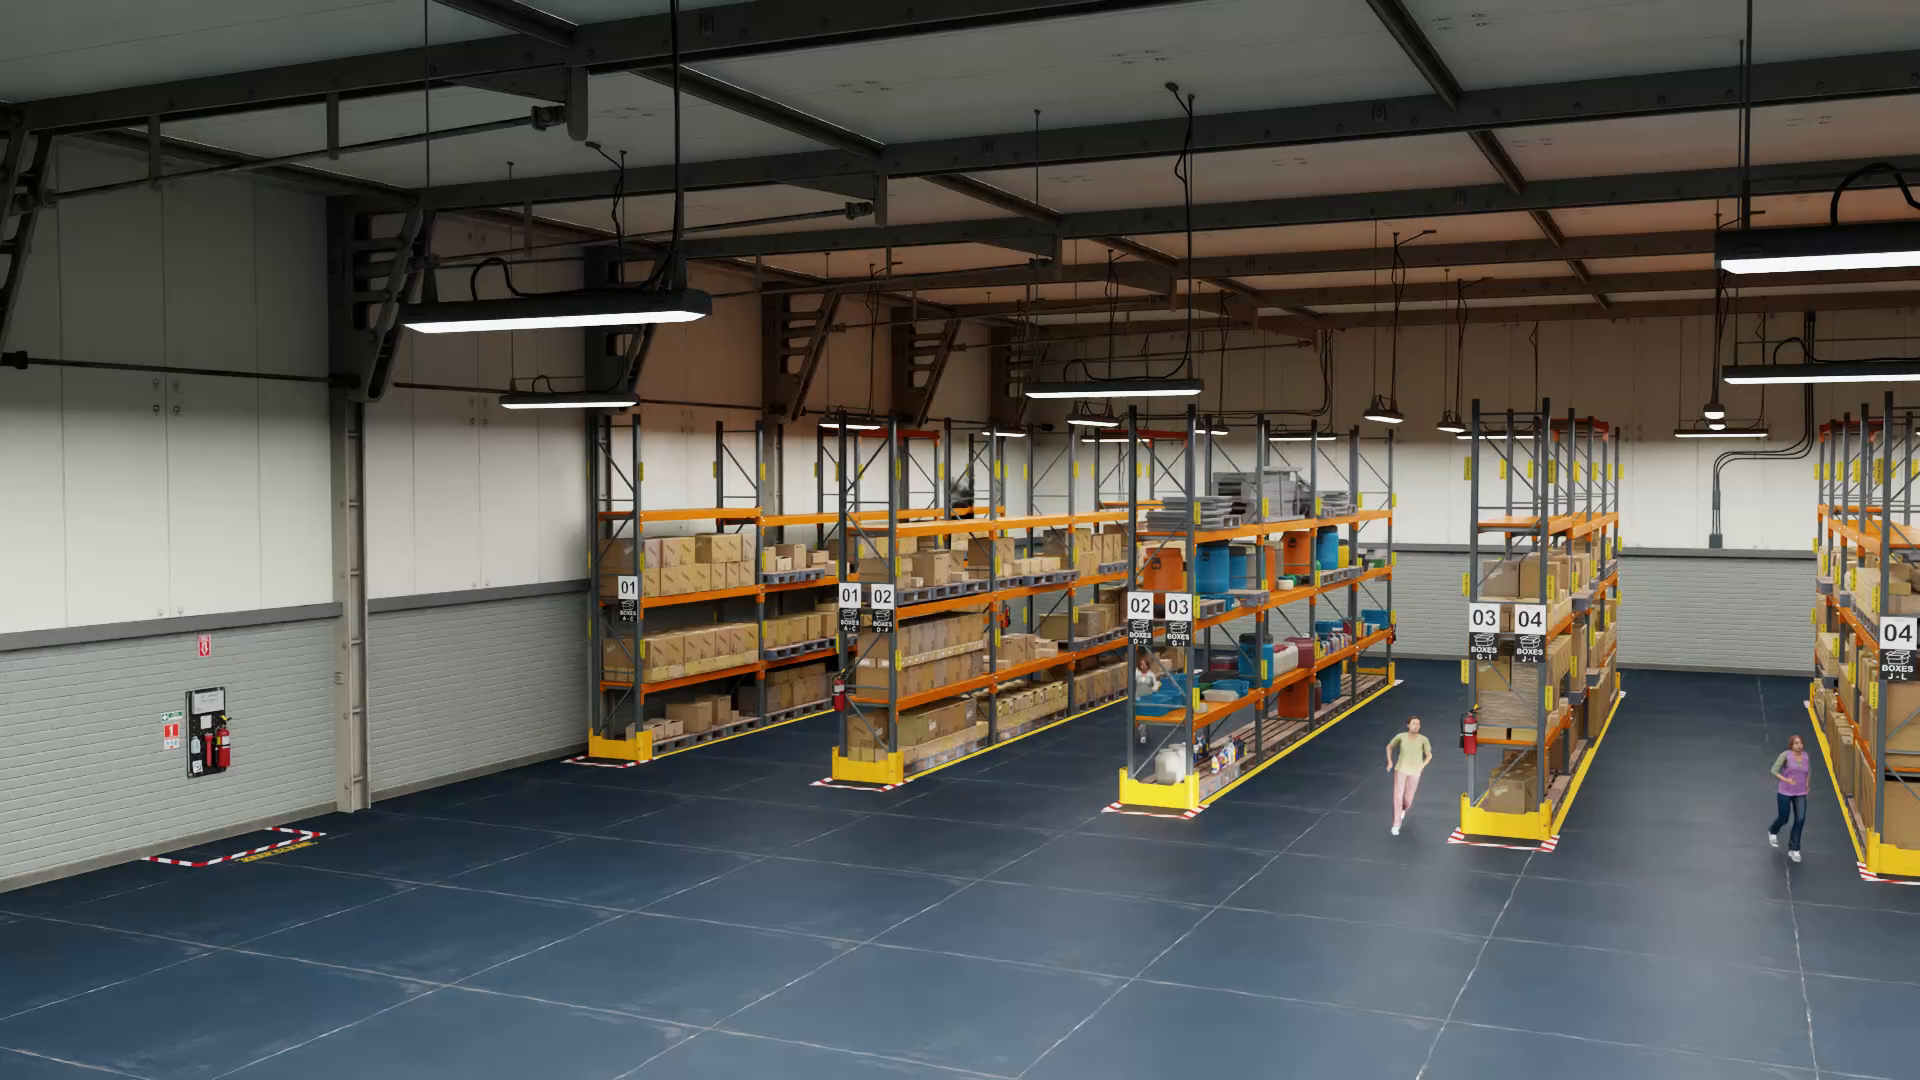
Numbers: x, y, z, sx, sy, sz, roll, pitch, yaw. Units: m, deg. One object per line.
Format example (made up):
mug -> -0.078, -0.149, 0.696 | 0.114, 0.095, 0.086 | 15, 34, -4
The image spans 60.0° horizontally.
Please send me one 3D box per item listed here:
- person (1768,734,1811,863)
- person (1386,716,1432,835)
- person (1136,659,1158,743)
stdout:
person -> 10.824, 3.319, 21.648 | 0.548, 1.605, 0.792 | 0, 2, 8
person -> 6.259, 3.257, 23.187 | 0.615, 1.623, 0.713 | 1, 2, 15
person -> 3.390, 2.977, 30.716 | 0.536, 1.536, 0.544 | 0, 2, 10
